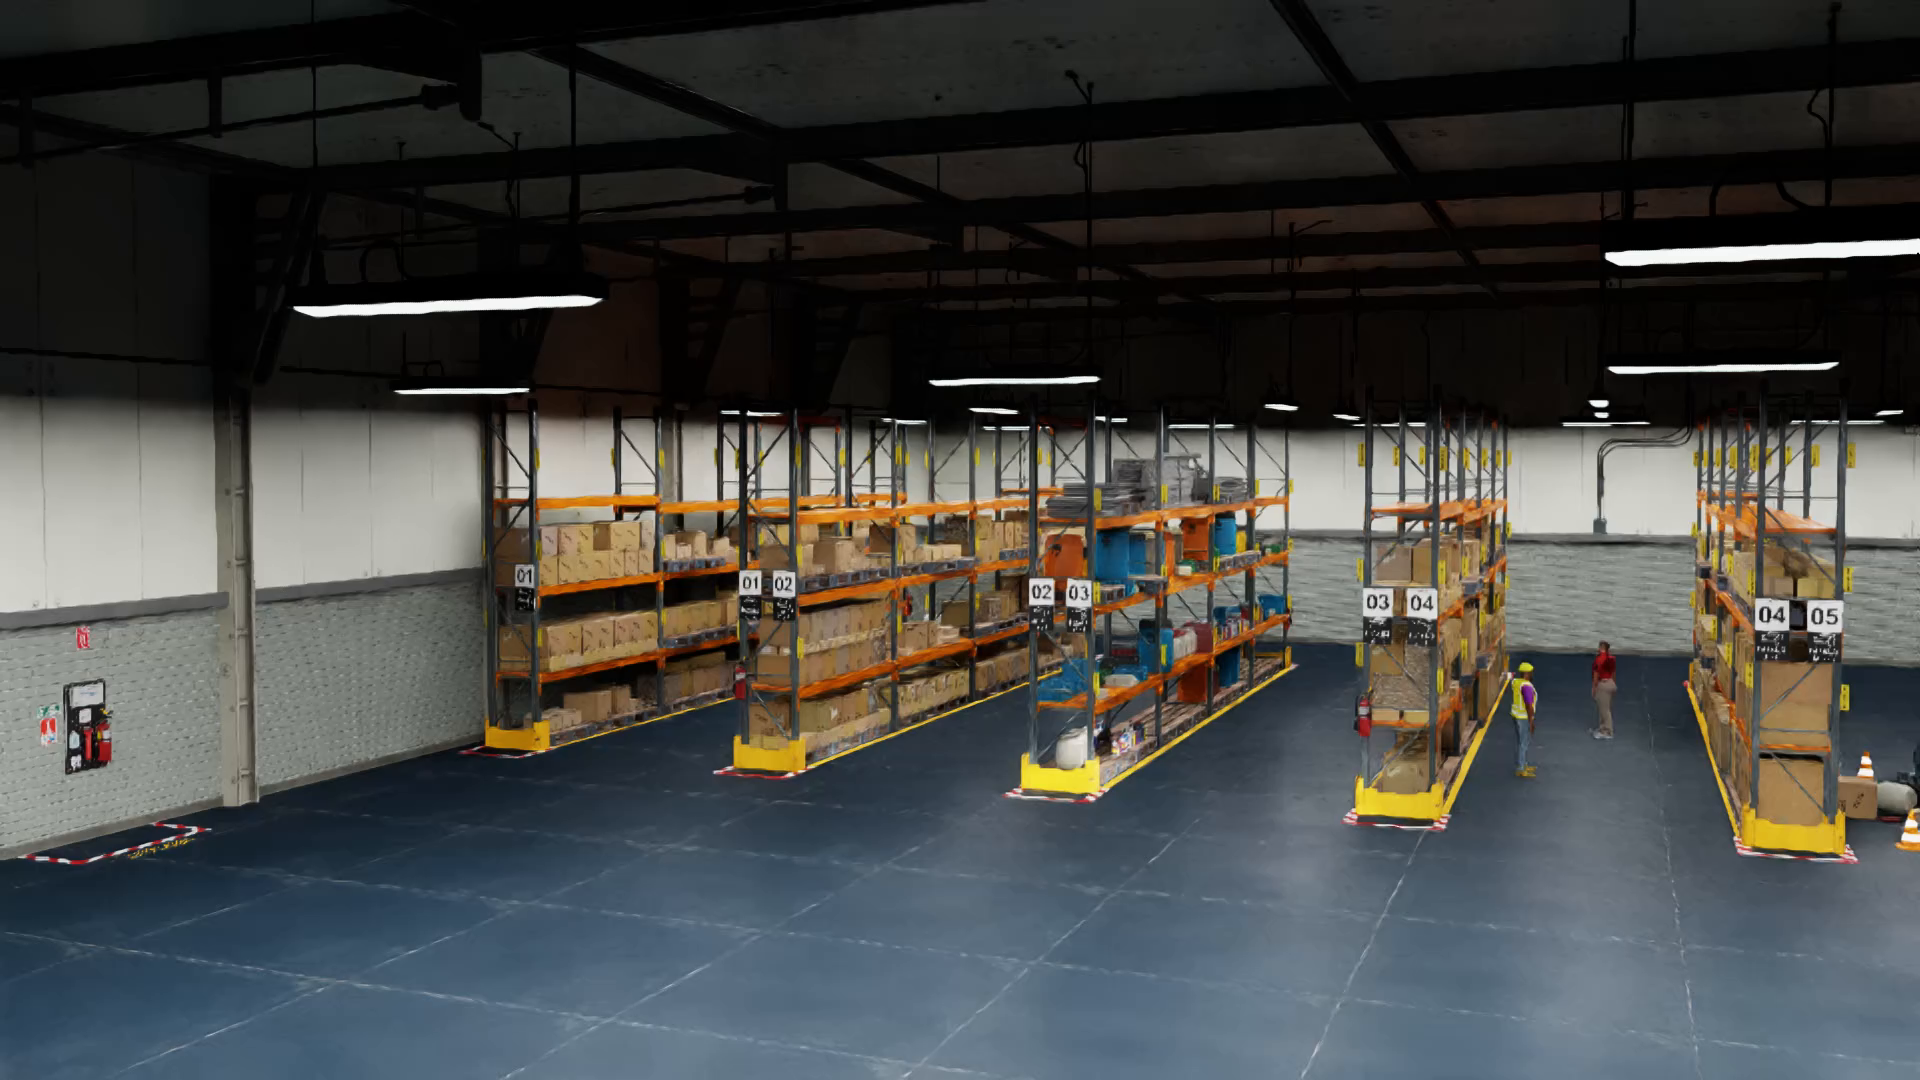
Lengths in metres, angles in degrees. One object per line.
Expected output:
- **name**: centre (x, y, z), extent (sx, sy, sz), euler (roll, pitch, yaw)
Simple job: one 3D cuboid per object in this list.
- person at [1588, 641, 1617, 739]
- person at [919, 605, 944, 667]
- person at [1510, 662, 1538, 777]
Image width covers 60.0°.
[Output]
- **person**: centre (11.479, 2.658, 29.740), extent (0.636, 1.721, 0.582), euler (-2, 4, -41)
- **person**: centre (-0.653, 2.266, 37.695), extent (0.555, 1.721, 1.019), euler (2, 3, 31)
- **person**: centre (8.942, 2.805, 26.221), extent (0.464, 1.772, 0.645), euler (0, 3, -2)
